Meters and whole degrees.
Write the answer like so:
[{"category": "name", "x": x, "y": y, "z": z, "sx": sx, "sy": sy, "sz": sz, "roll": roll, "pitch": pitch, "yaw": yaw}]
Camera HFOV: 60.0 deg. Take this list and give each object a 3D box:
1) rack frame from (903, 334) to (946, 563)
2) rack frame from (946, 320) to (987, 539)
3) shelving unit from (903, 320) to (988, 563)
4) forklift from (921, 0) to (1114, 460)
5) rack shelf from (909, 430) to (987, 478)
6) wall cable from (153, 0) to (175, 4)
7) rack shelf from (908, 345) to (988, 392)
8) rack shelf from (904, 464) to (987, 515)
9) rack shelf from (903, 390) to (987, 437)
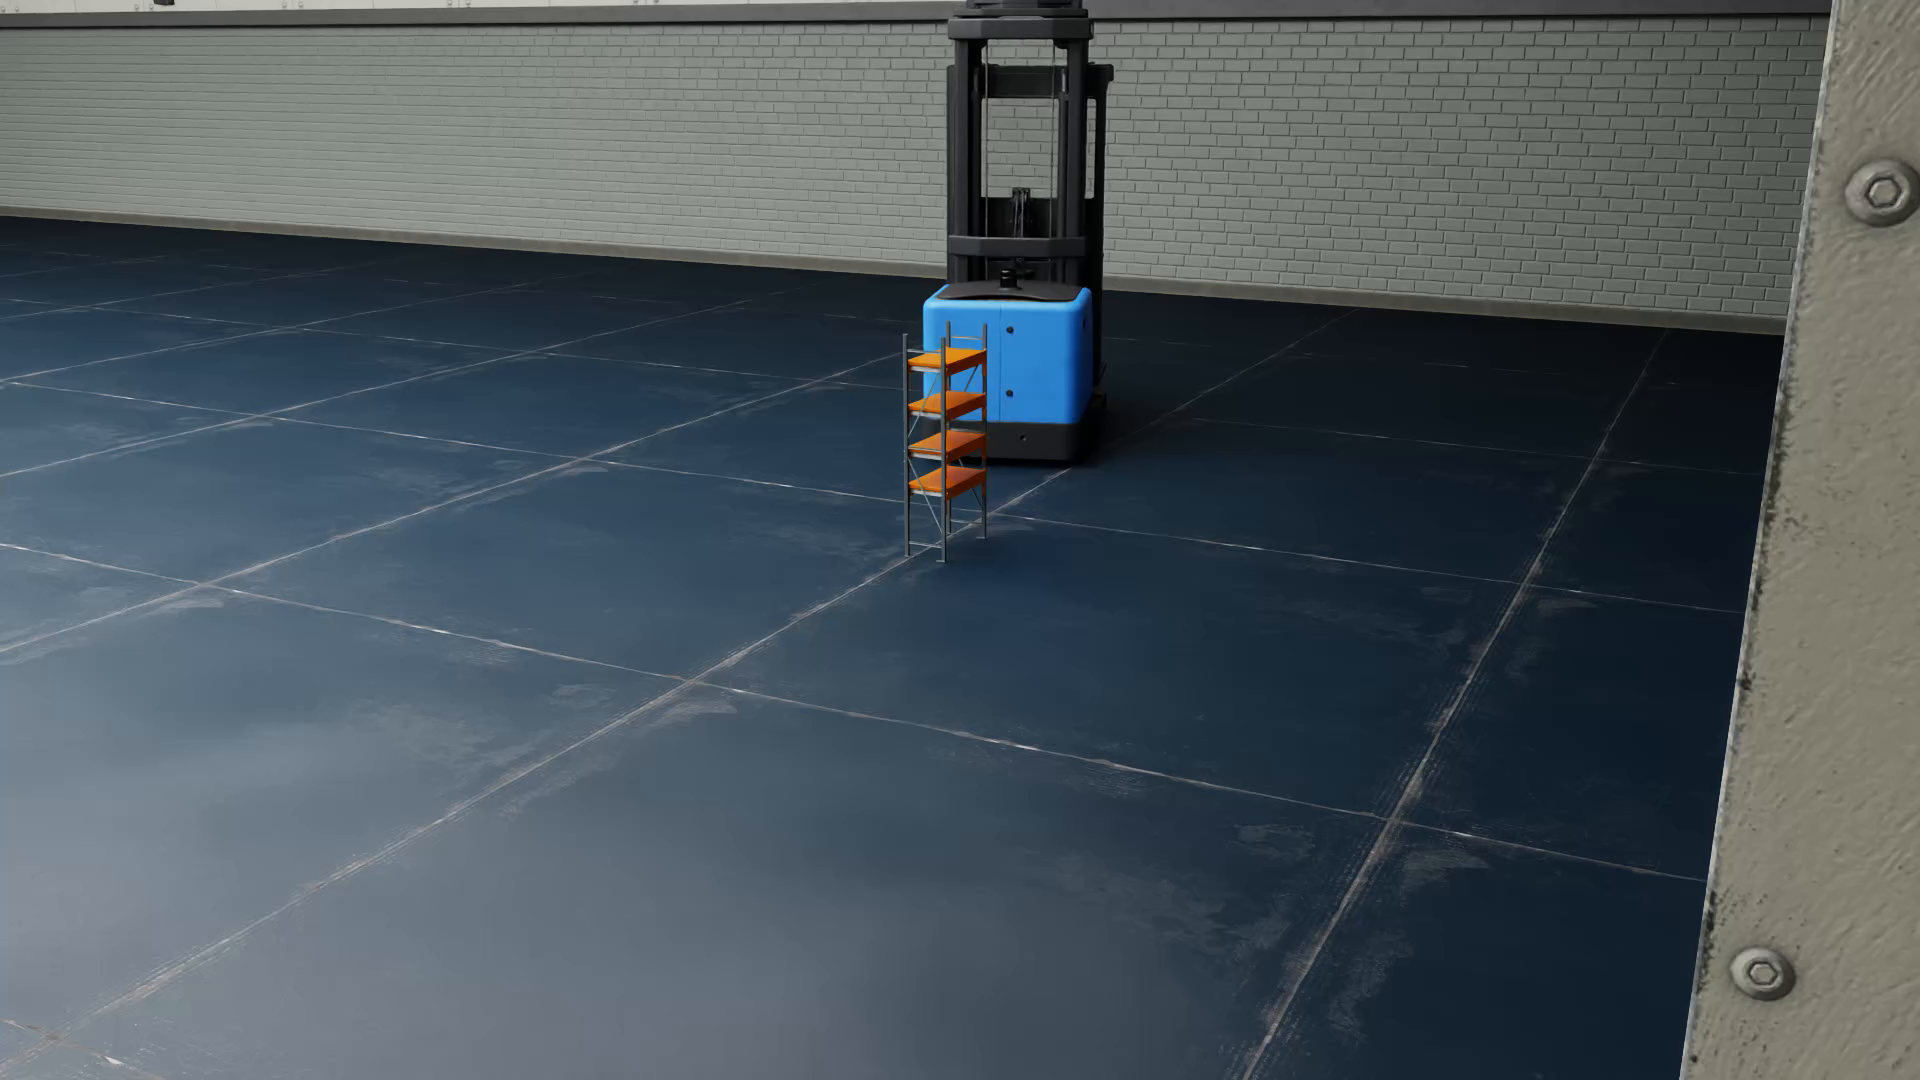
[{"category": "rack frame", "x": -0.183, "y": -0.471, "z": 8.680, "sx": 0.240, "sy": 1.200, "sz": 0.015, "roll": 8, "pitch": 18, "yaw": 25}, {"category": "rack frame", "x": 0.035, "y": -0.595, "z": 9.099, "sx": 0.240, "sy": 1.200, "sz": 0.015, "roll": 8, "pitch": 18, "yaw": 25}, {"category": "shelving unit", "x": -0.074, "y": -0.533, "z": 8.889, "sx": 0.258, "sy": 1.200, "sz": 0.503, "roll": 8, "pitch": 18, "yaw": 25}, {"category": "forklift", "x": 0.488, "y": -2.290, "z": 11.765, "sx": 1.130, "sy": 2.935, "sz": 3.031, "roll": 3, "pitch": 17, "yaw": 9}, {"category": "rack shelf", "x": -0.074, "y": -0.469, "z": 8.909, "sx": 0.258, "sy": 0.148, "sz": 0.480, "roll": 8, "pitch": 18, "yaw": 25}, {"category": "wall cable", "x": -10.593, "y": -10.475, "z": 22.691, "sx": 2.305, "sy": 6.003, "sz": 0.169, "roll": 8, "pitch": 18, "yaw": 25}, {"category": "rack shelf", "x": -0.074, "y": -0.910, "z": 8.778, "sx": 0.258, "sy": 0.148, "sz": 0.480, "roll": 8, "pitch": 18, "yaw": 25}, {"category": "rack shelf", "x": -0.074, "y": -0.278, "z": 8.965, "sx": 0.258, "sy": 0.148, "sz": 0.480, "roll": 8, "pitch": 18, "yaw": 25}, {"category": "rack shelf", "x": -0.074, "y": -0.683, "z": 8.845, "sx": 0.258, "sy": 0.148, "sz": 0.480, "roll": 8, "pitch": 18, "yaw": 25}]
